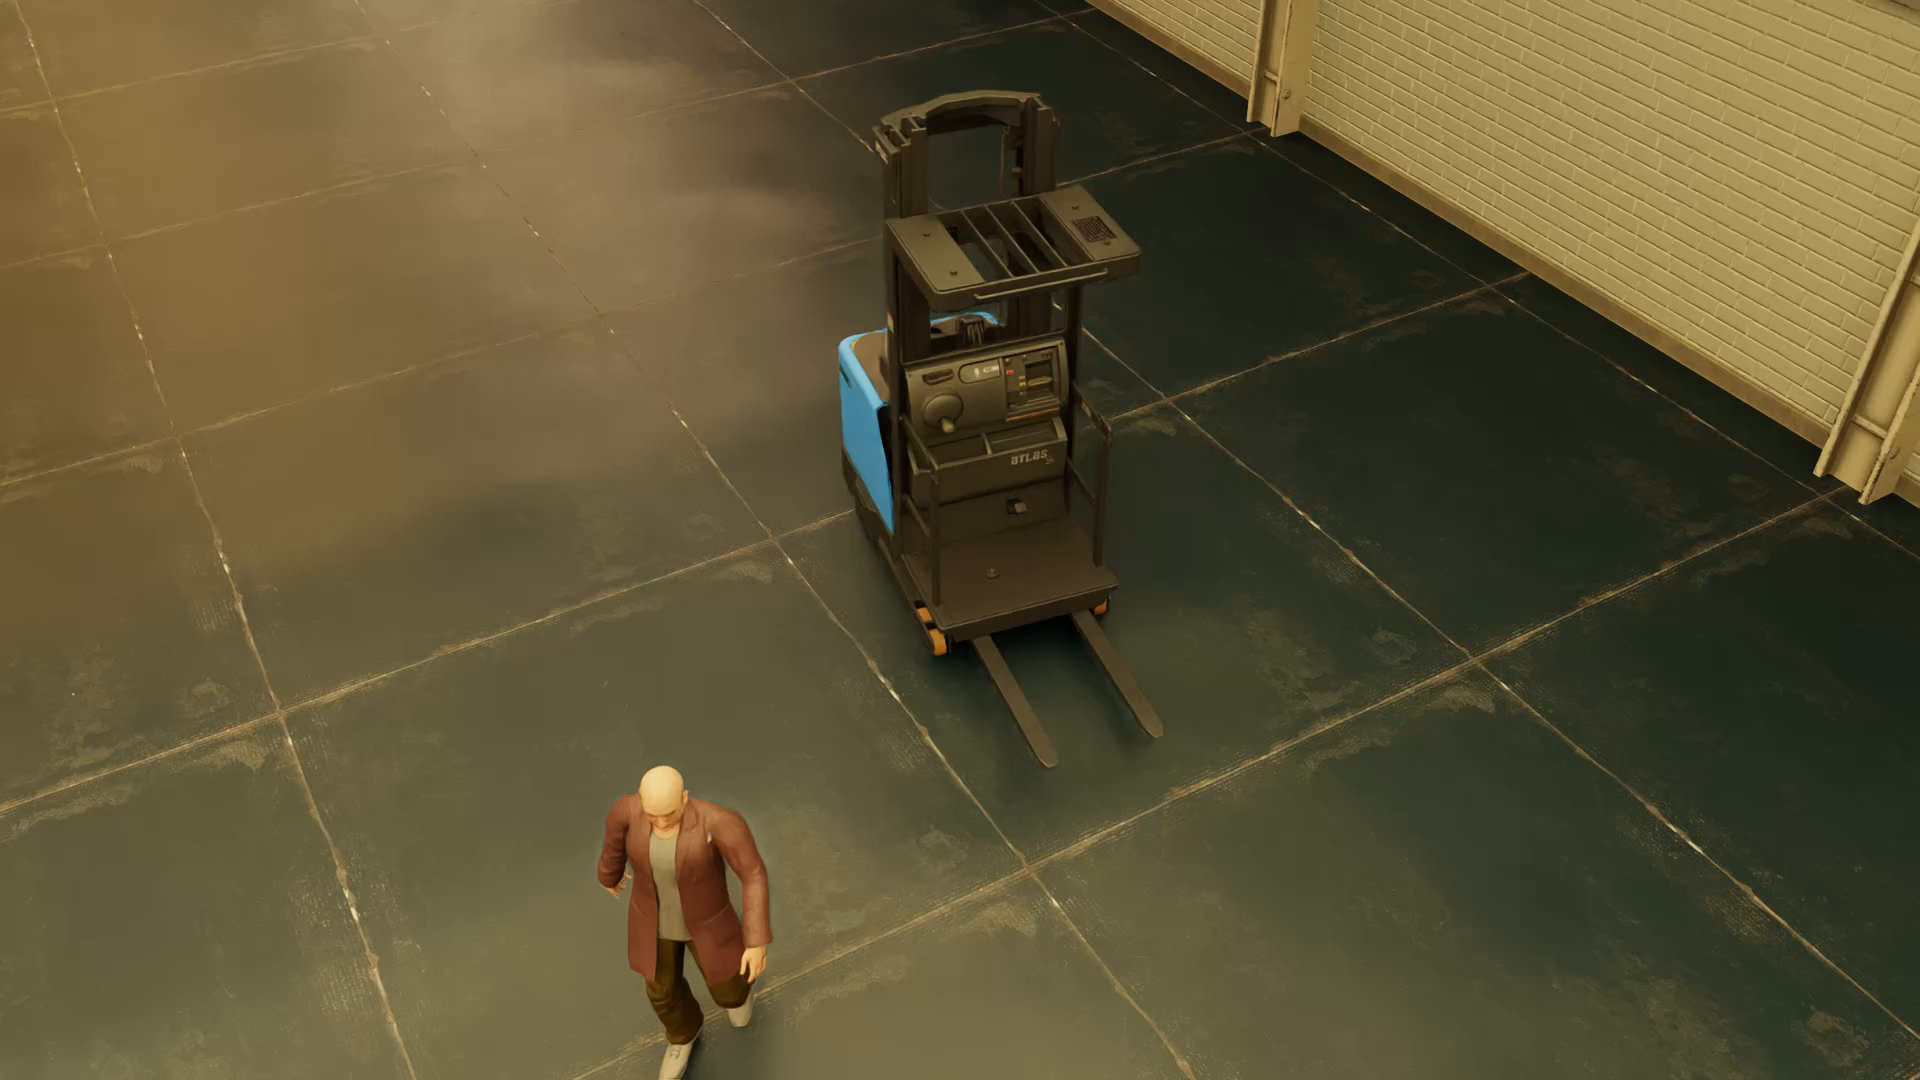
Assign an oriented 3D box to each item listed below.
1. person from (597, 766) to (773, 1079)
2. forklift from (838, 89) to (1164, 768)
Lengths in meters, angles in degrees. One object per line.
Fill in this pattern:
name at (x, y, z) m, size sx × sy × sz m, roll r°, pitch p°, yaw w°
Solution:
person at (-1.157, 1.569, 7.065) m, size 0.852 × 1.761 × 0.641 m, roll 5°, pitch 40°, yaw 6°
forklift at (0.232, -0.762, 8.955) m, size 1.130 × 2.935 × 3.031 m, roll -13°, pitch 42°, yaw -16°
